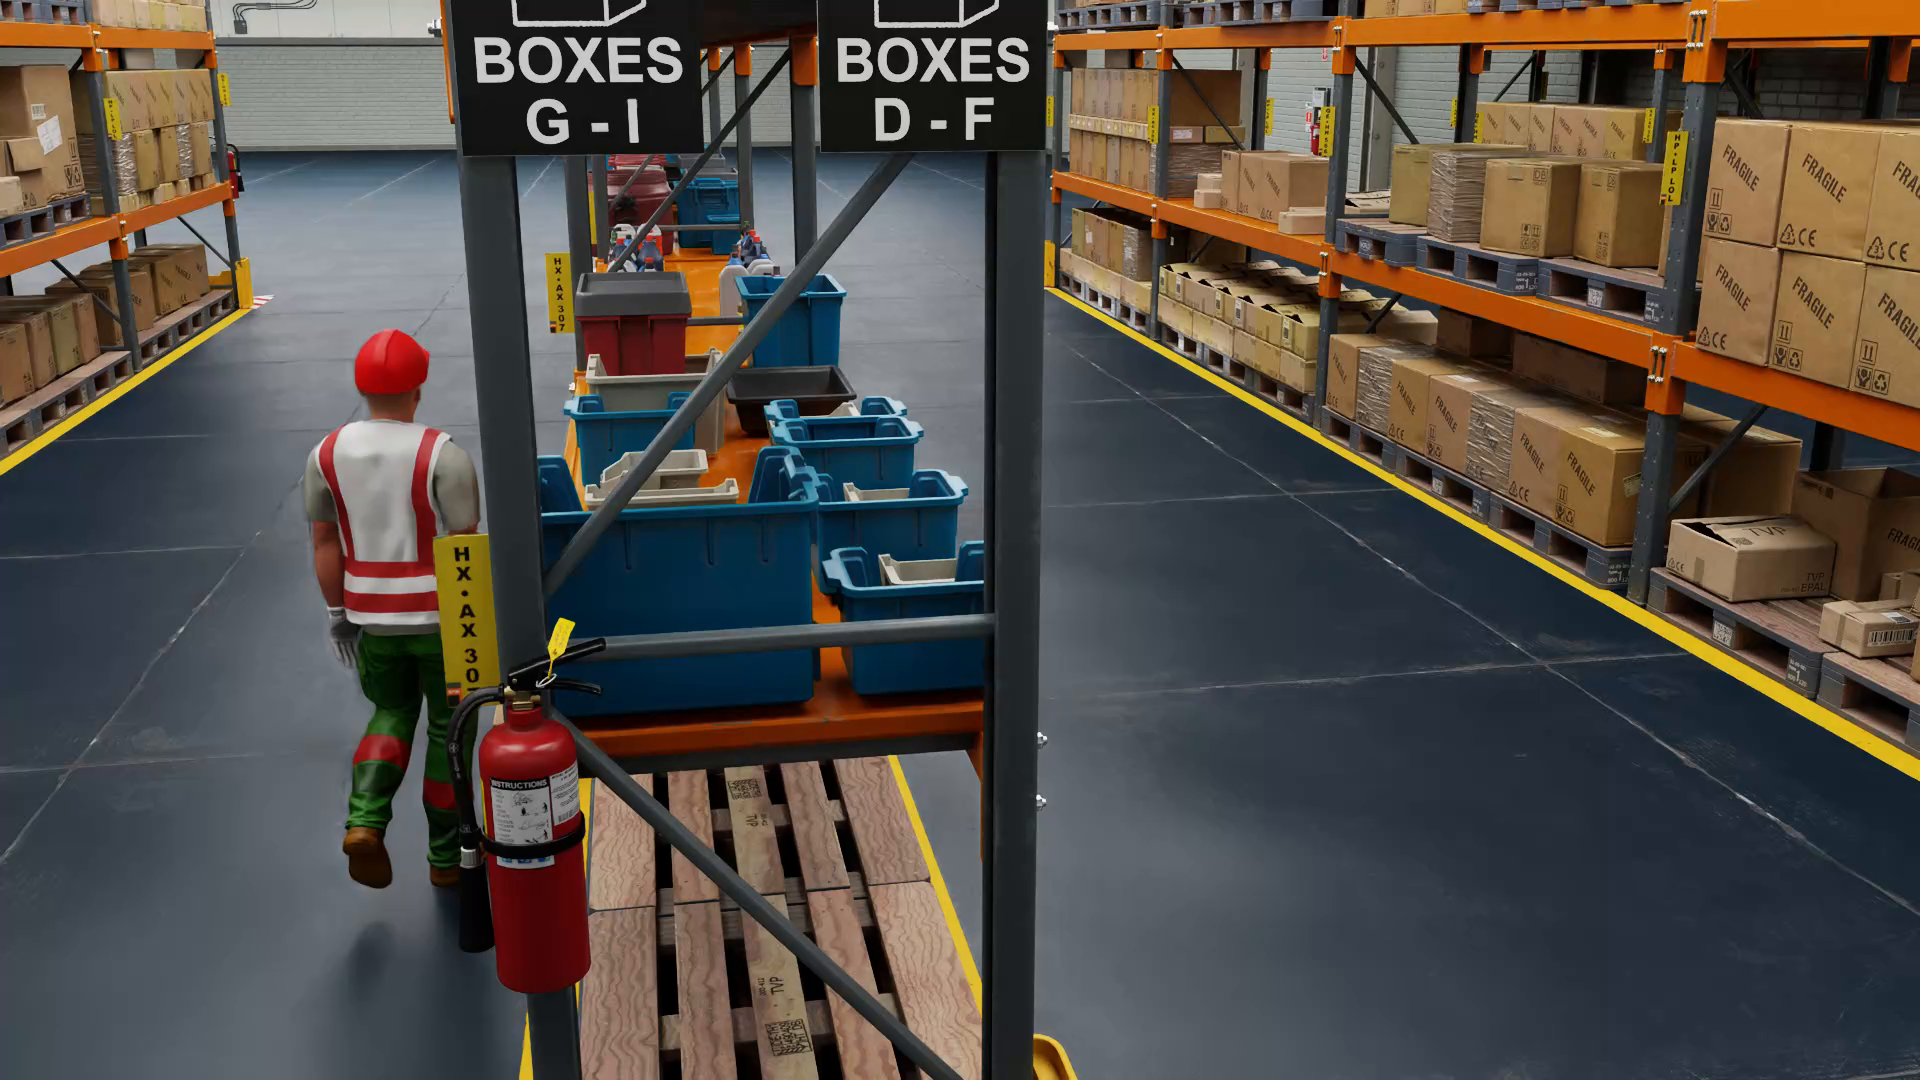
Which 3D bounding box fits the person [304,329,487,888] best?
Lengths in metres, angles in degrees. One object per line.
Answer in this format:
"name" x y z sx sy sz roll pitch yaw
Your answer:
"person" -1.682 0.242 5.073 0.530 1.781 0.540 2 16 8
